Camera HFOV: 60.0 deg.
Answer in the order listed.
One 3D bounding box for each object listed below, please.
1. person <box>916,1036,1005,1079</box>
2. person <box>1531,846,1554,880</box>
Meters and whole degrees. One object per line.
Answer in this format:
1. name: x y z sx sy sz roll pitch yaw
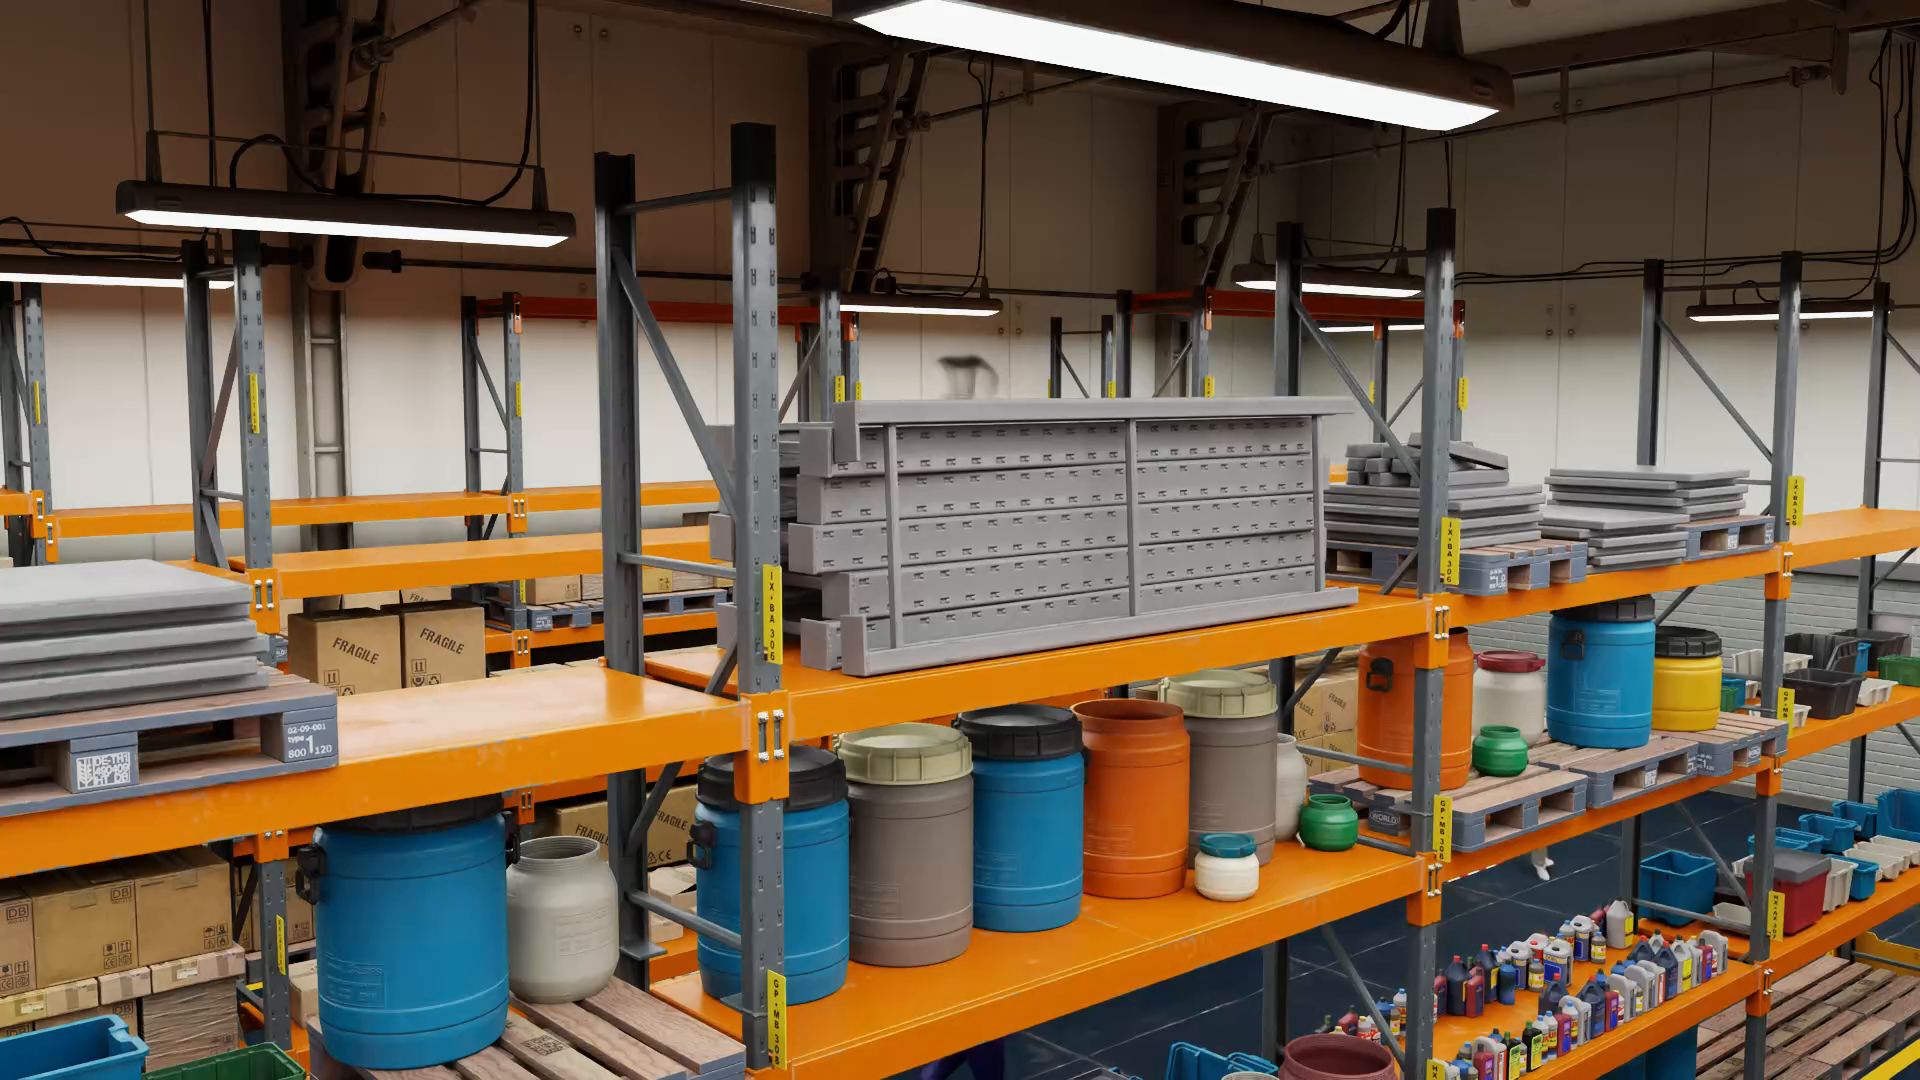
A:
1. person: 0.089 3.346 10.968 0.598 1.629 0.912 5 8 44
2. person: 5.984 2.712 17.468 0.636 1.655 0.646 0 5 -4
